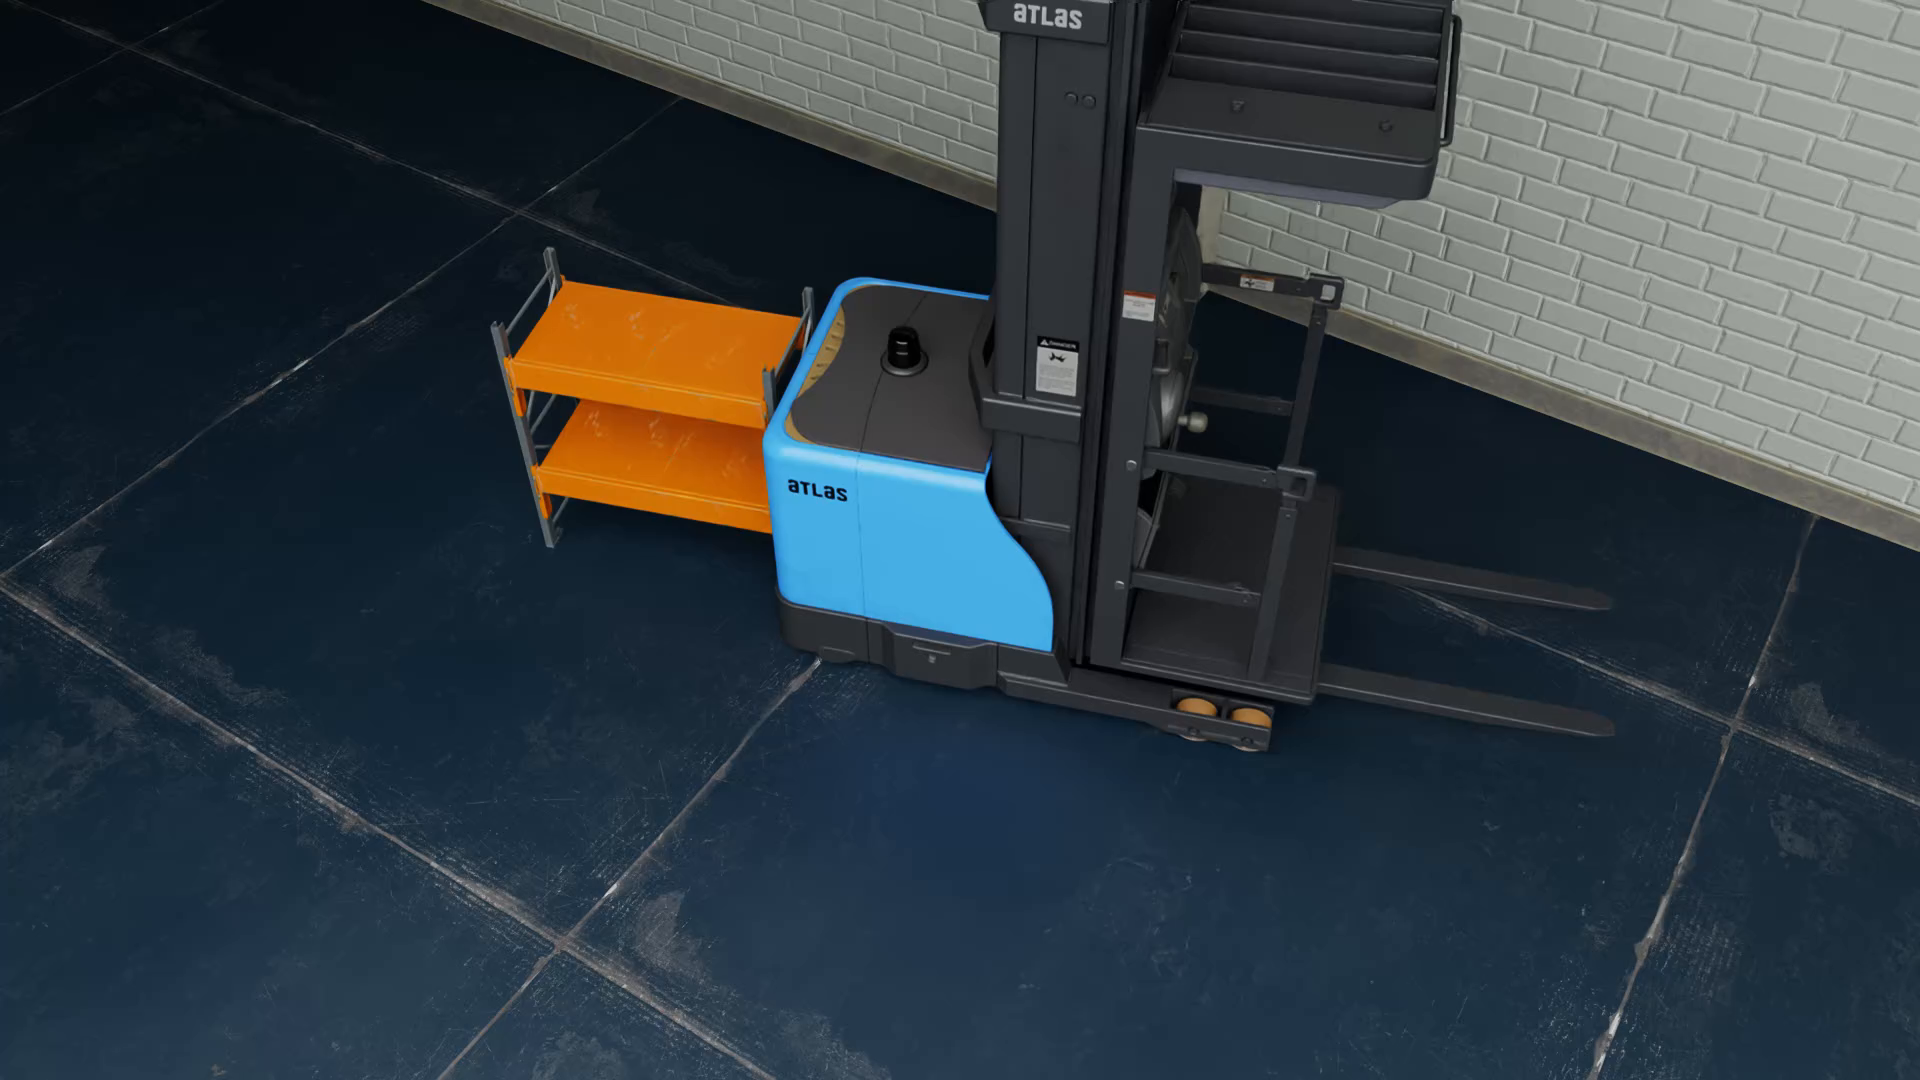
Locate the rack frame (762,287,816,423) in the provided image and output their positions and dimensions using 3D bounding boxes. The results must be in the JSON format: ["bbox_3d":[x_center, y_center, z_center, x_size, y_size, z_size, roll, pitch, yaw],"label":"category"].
[{"bbox_3d":[-0.611,-0.359,6.315,0.032,1.125,0.500,10,47,10],"label":"rack frame"}]

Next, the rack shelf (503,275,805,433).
[{"bbox_3d":[-1.104,-0.651,6.190,1.000,0.278,0.538,10,47,10],"label":"rack shelf"}]

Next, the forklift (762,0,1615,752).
[{"bbox_3d":[0.888,-0.682,5.369,3.031,2.935,1.130,10,47,10],"label":"forklift"}]

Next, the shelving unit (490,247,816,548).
[{"bbox_3d":[-1.104,-0.447,6.400,1.048,1.125,0.538,10,47,10],"label":"shelving unit"}]

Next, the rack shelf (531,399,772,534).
[{"bbox_3d":[-1.104,-0.277,6.576,1.000,0.278,0.538,10,47,10],"label":"rack shelf"}]

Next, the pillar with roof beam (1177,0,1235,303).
[{"bbox_3d":[-1.375,-1.732,2.158,0.400,9.000,9.100,25,51,22],"label":"pillar with roof beam"}]

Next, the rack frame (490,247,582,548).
[{"bbox_3d":[-1.597,-0.536,6.486,0.032,1.125,0.500,10,47,10],"label":"rack frame"}]
